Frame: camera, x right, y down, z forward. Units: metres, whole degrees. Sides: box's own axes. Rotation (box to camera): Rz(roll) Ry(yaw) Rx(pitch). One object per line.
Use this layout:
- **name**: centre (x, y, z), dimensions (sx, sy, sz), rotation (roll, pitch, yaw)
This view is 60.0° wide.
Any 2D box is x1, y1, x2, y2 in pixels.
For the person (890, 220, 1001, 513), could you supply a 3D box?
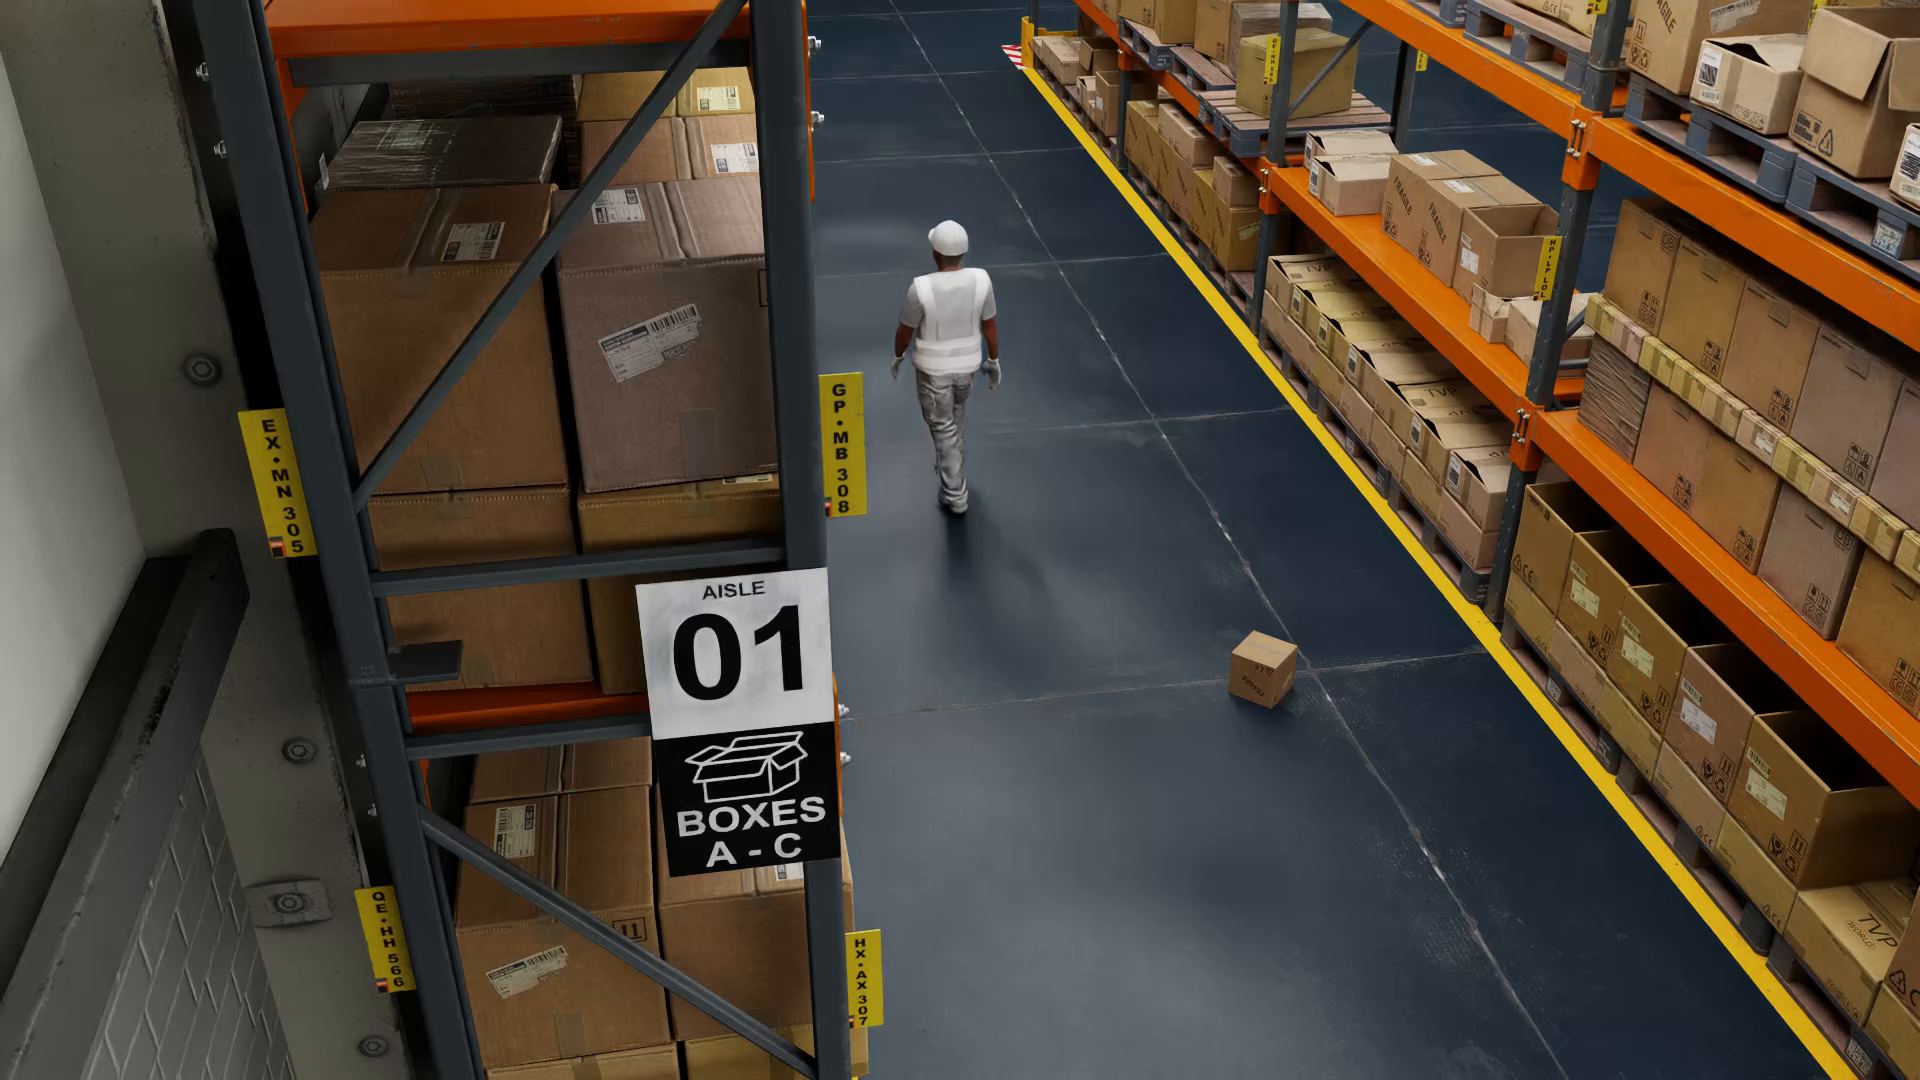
- **person**: centre (-0.111, -1.065, 9.943), dimensions (0.603, 1.818, 0.756), rotation (-13, 33, -20)
